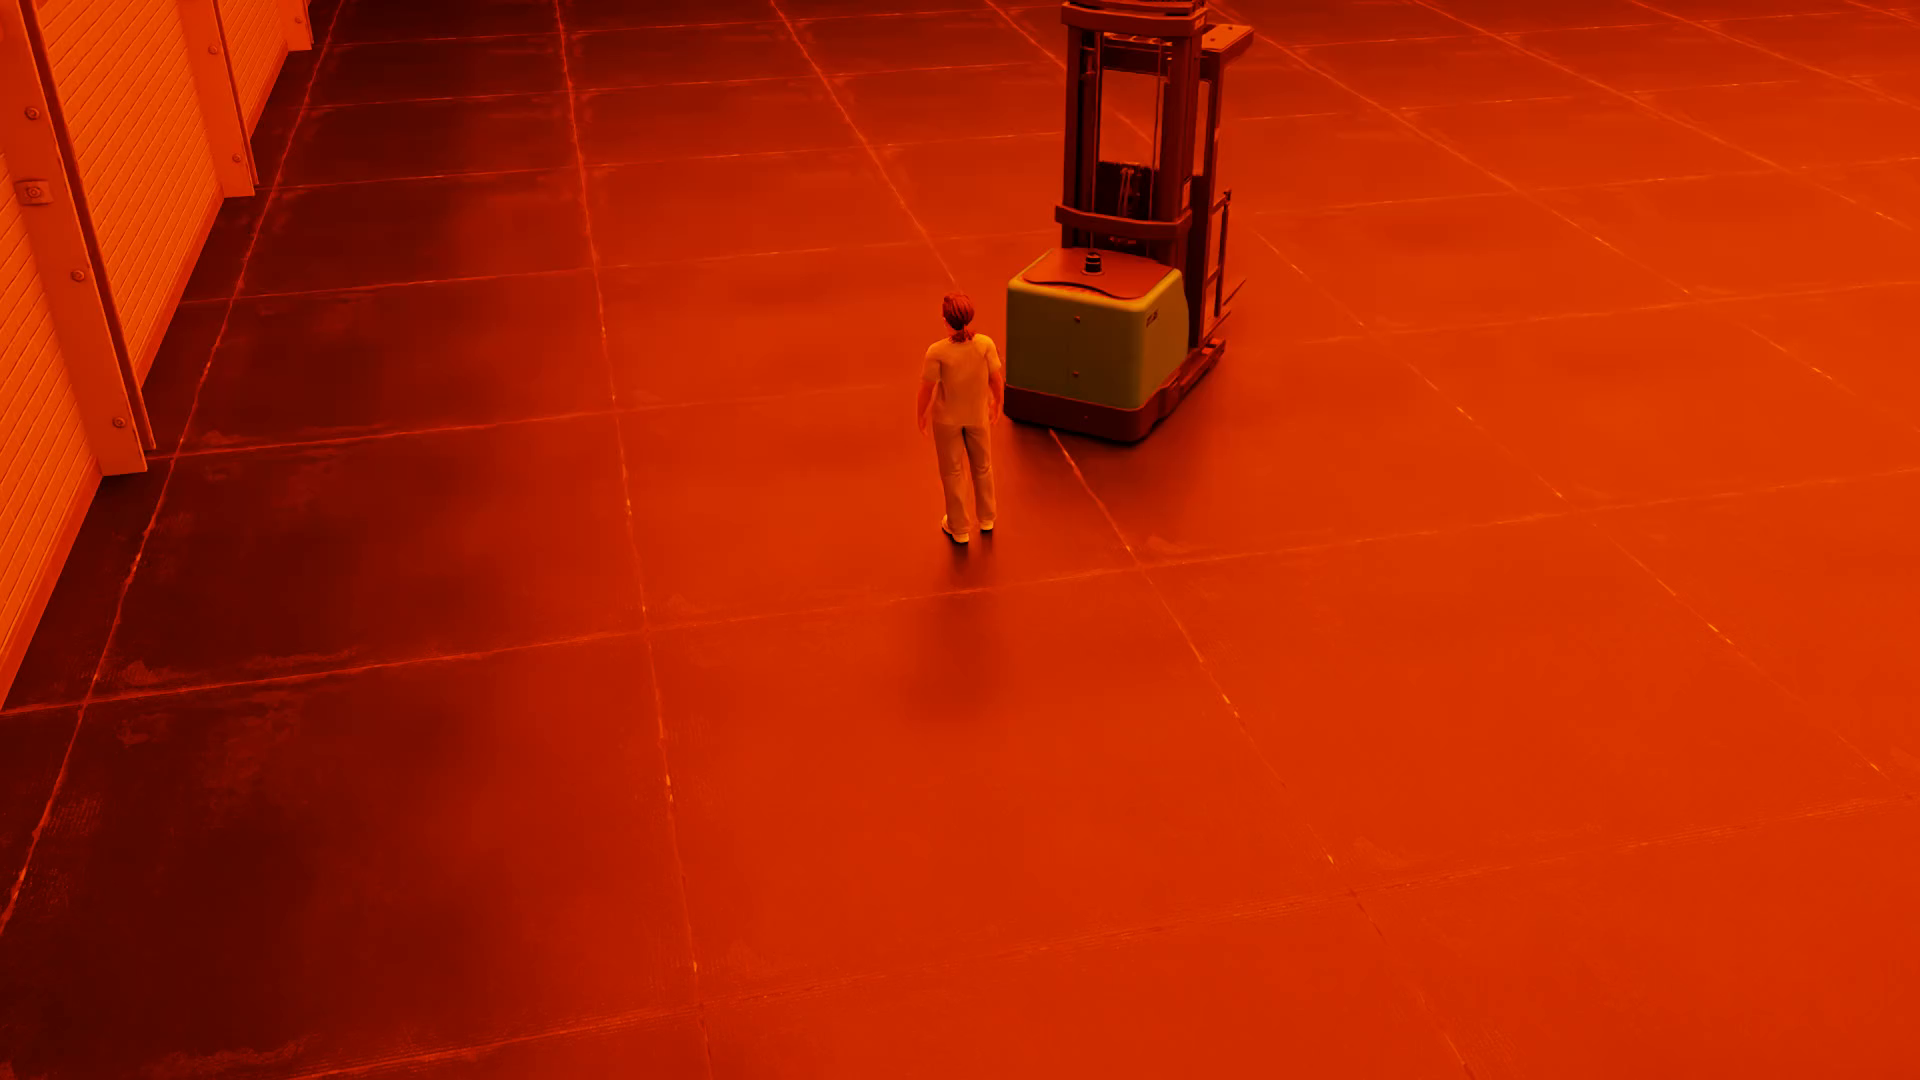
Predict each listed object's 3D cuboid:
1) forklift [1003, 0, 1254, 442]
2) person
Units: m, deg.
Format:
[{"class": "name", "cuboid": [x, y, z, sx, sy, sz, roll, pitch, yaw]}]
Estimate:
[{"class": "forklift", "cuboid": [1.411, -2.666, 12.180, 1.130, 2.935, 3.031, 14, 33, 23]}, {"class": "person", "cuboid": [-0.004, -0.768, 10.141, 0.550, 1.675, 0.549, -7, 31, -12]}]
